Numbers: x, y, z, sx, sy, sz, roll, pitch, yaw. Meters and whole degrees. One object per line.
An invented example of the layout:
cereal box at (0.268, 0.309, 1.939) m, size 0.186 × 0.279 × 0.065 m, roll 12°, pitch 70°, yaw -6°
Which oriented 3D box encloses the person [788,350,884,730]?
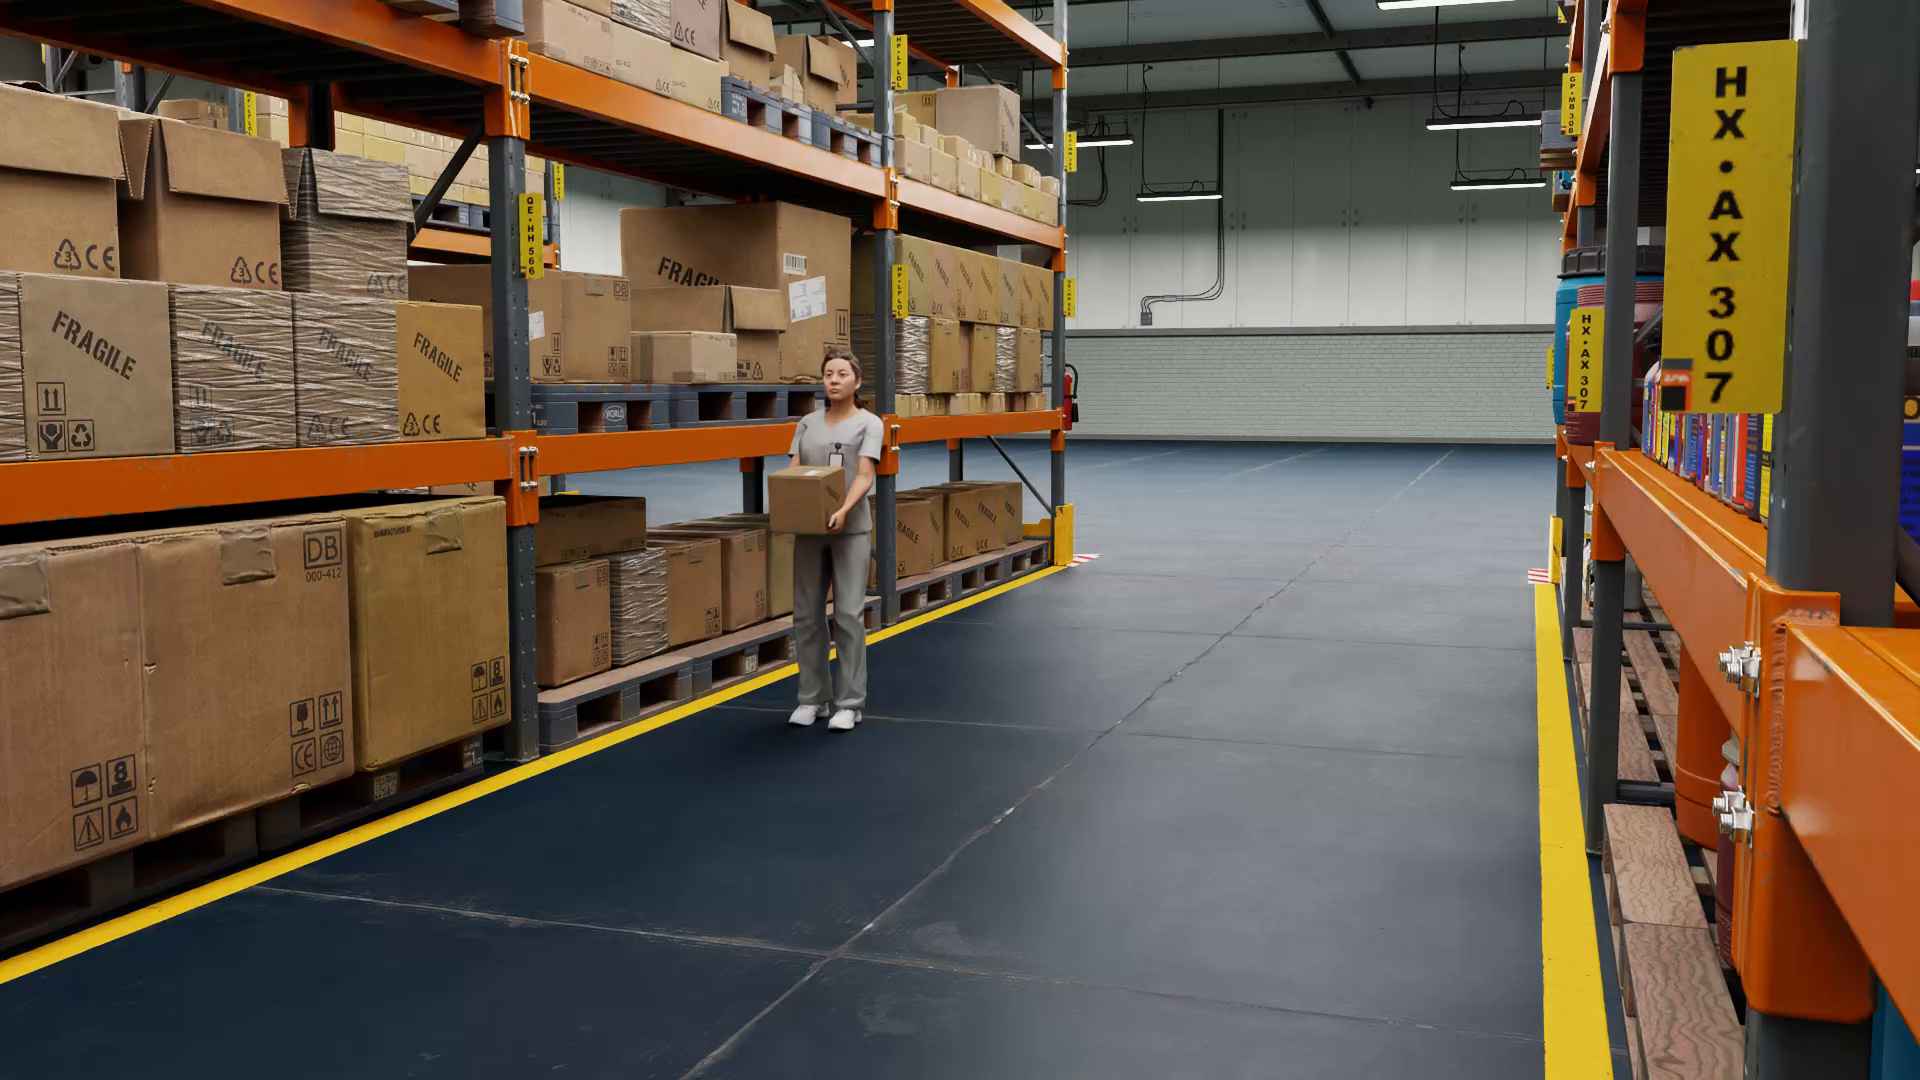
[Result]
person at (-0.580, -0.006, 7.342) m, size 0.436 × 1.663 × 0.553 m, roll 2°, pitch 6°, yaw 20°
